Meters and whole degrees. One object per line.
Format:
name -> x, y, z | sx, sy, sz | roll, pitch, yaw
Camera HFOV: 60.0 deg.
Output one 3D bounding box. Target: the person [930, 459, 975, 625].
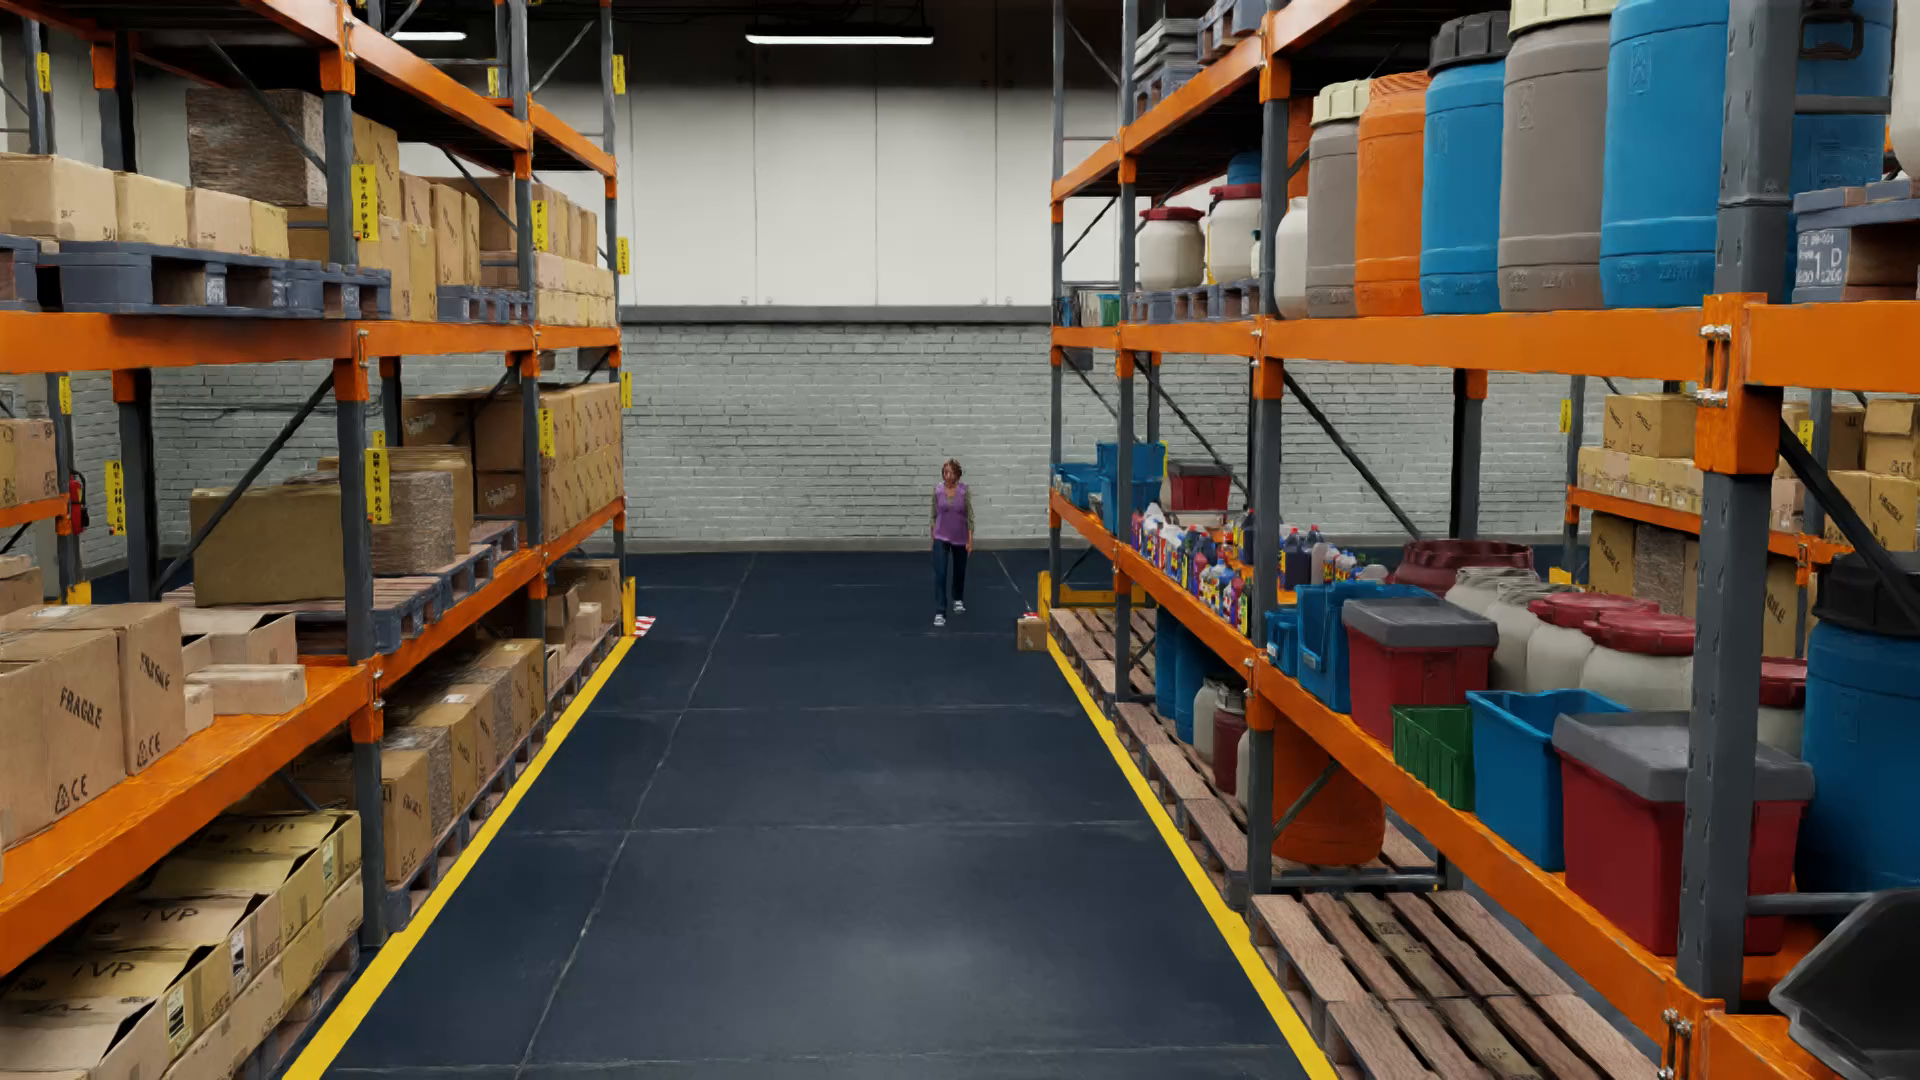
person -> -0.073, -0.008, 15.848 | 0.426, 1.550, 0.904 | 0, 7, 1
